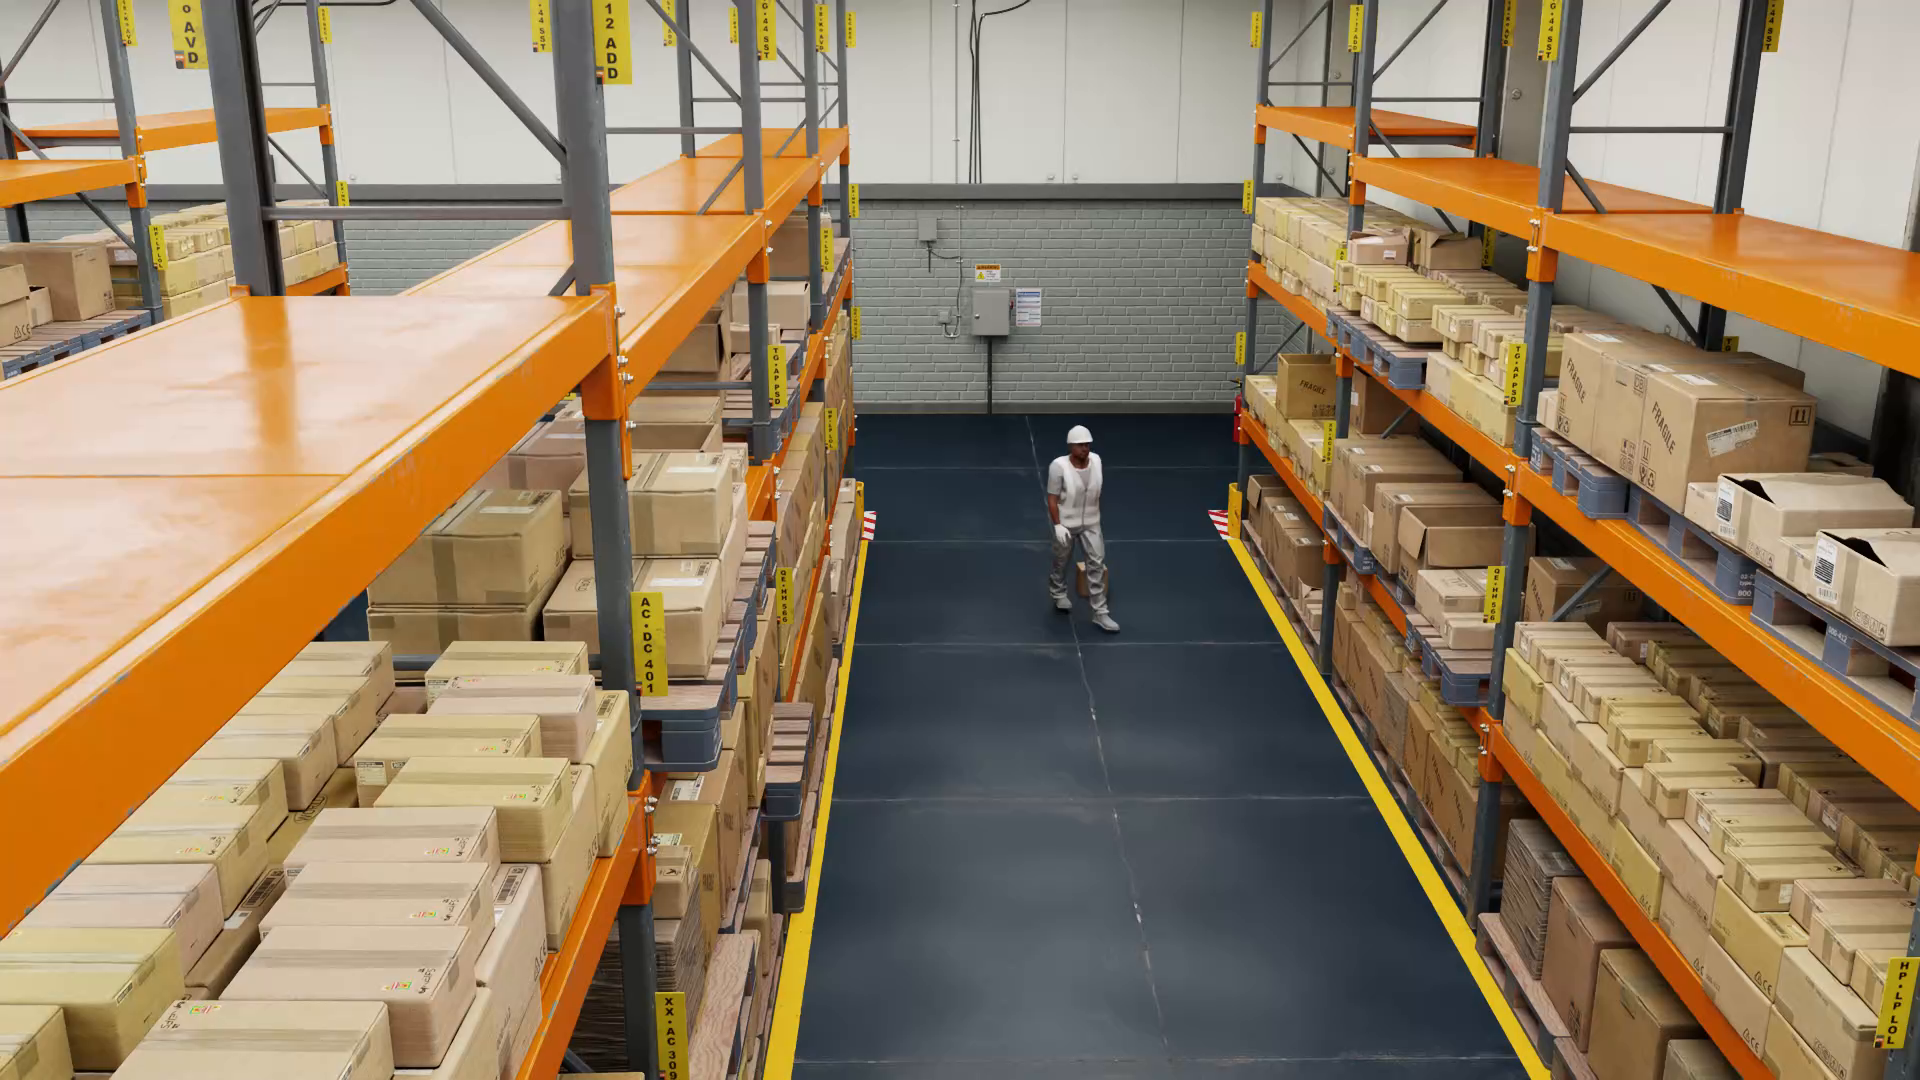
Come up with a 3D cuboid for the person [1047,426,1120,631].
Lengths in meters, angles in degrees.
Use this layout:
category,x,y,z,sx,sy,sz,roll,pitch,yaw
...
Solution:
category,x,y,z,sx,sy,sz,roll,pitch,yaw
person,1.028,-0.144,14.446,0.567,1.736,0.915,-5,18,-17
